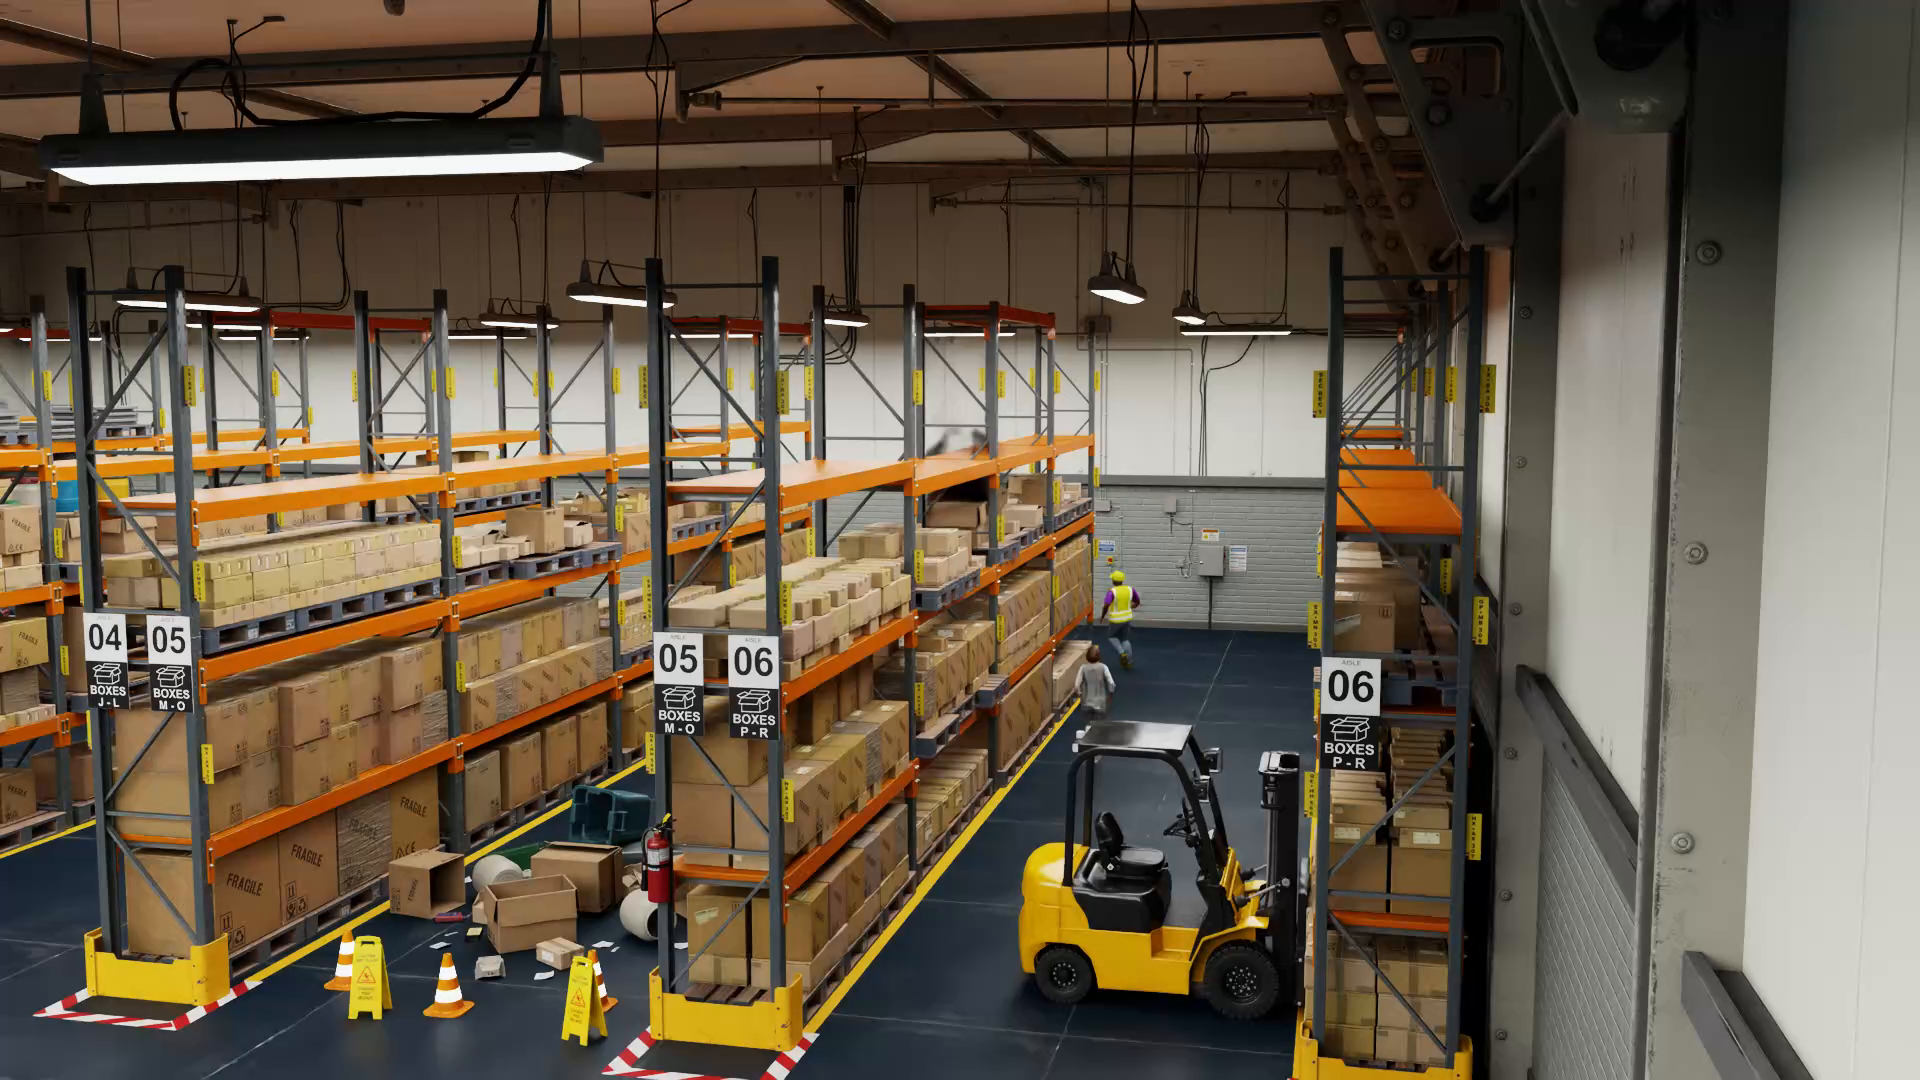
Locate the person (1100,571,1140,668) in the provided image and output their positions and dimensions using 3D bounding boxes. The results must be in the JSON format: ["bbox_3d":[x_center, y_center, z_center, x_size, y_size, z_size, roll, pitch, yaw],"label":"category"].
[{"bbox_3d":[2.751,1.381,29.015,0.780,1.704,0.512,-3,6,-24],"label":"person"}]

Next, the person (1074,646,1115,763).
[{"bbox_3d":[1.770,2.173,21.856,0.546,1.562,0.496,1,6,7],"label":"person"}]
